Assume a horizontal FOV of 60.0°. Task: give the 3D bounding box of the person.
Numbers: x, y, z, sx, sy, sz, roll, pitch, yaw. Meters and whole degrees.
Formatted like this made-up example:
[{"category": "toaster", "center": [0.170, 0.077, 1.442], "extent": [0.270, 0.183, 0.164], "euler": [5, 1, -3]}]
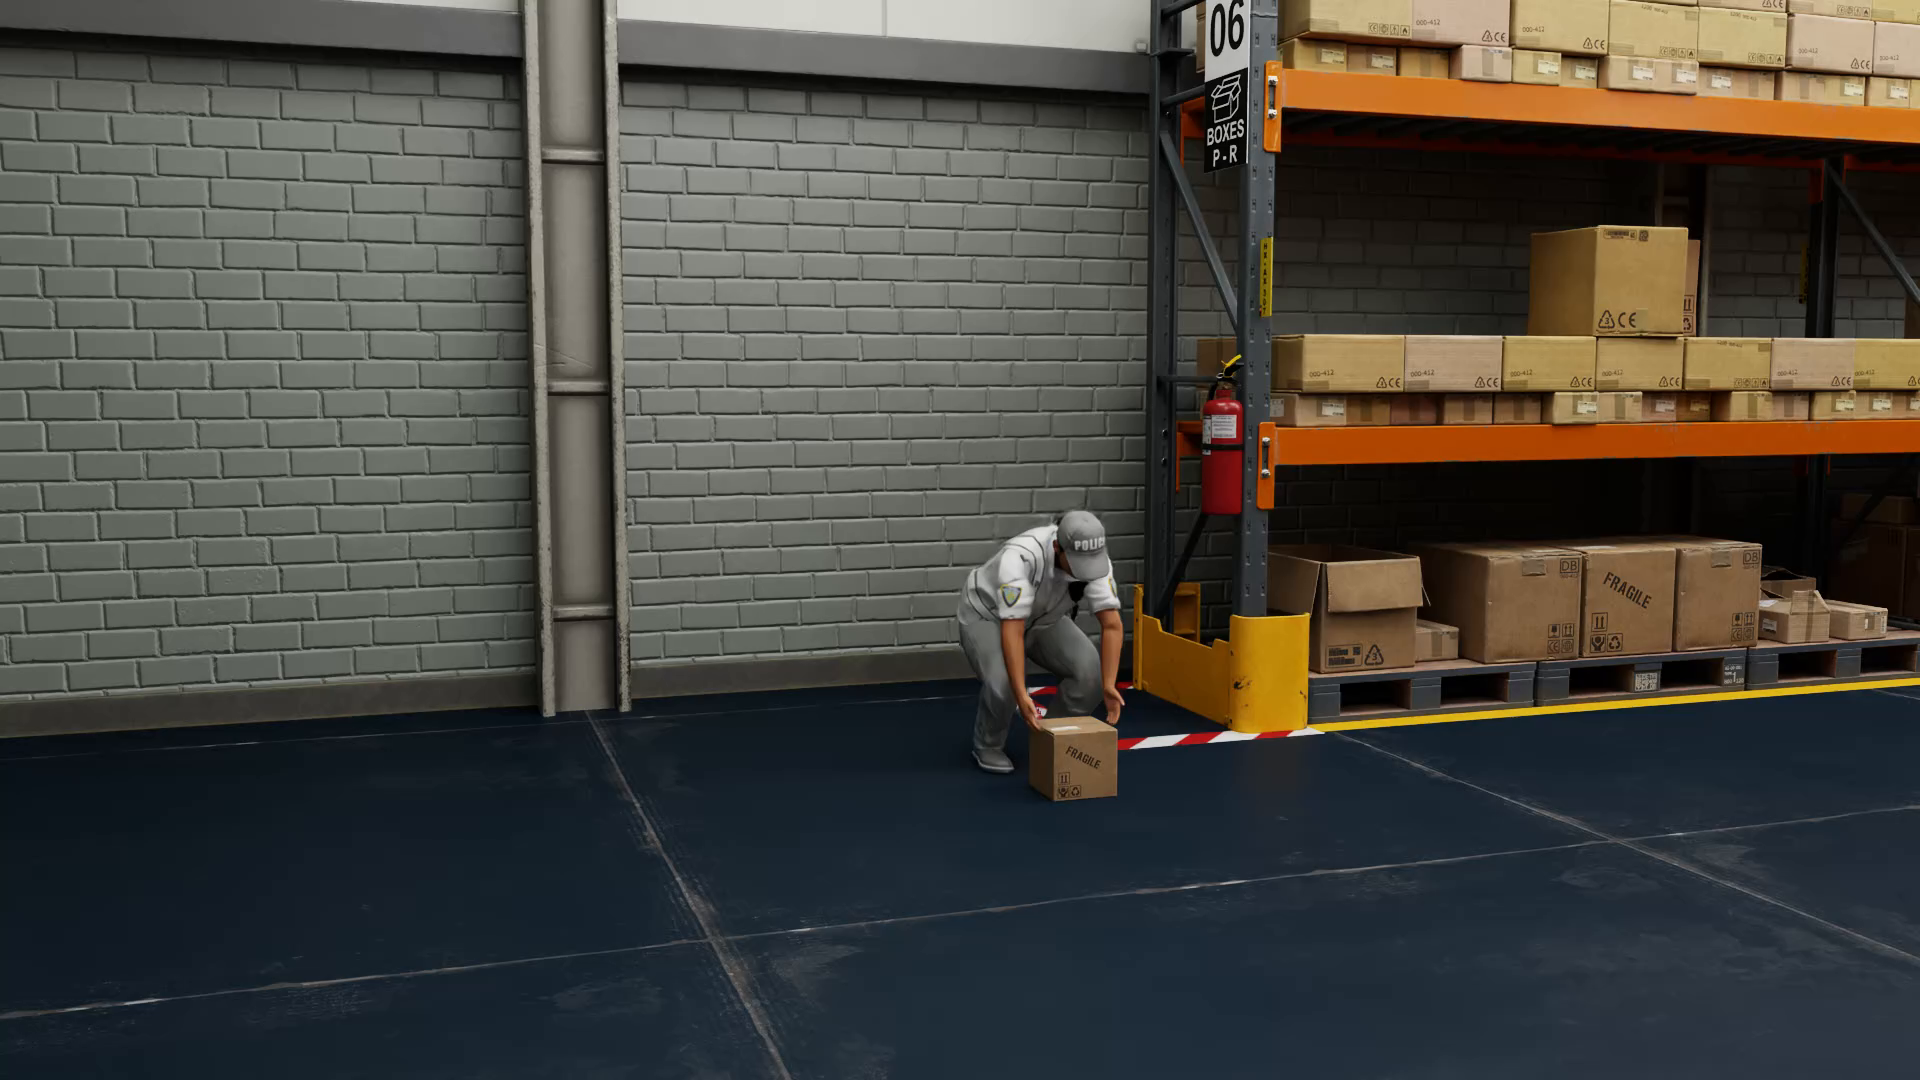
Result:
[{"category": "person", "center": [0.314, 0.379, 6.453], "extent": [0.532, 1.041, 0.841], "euler": [-2, 6, -19]}]
